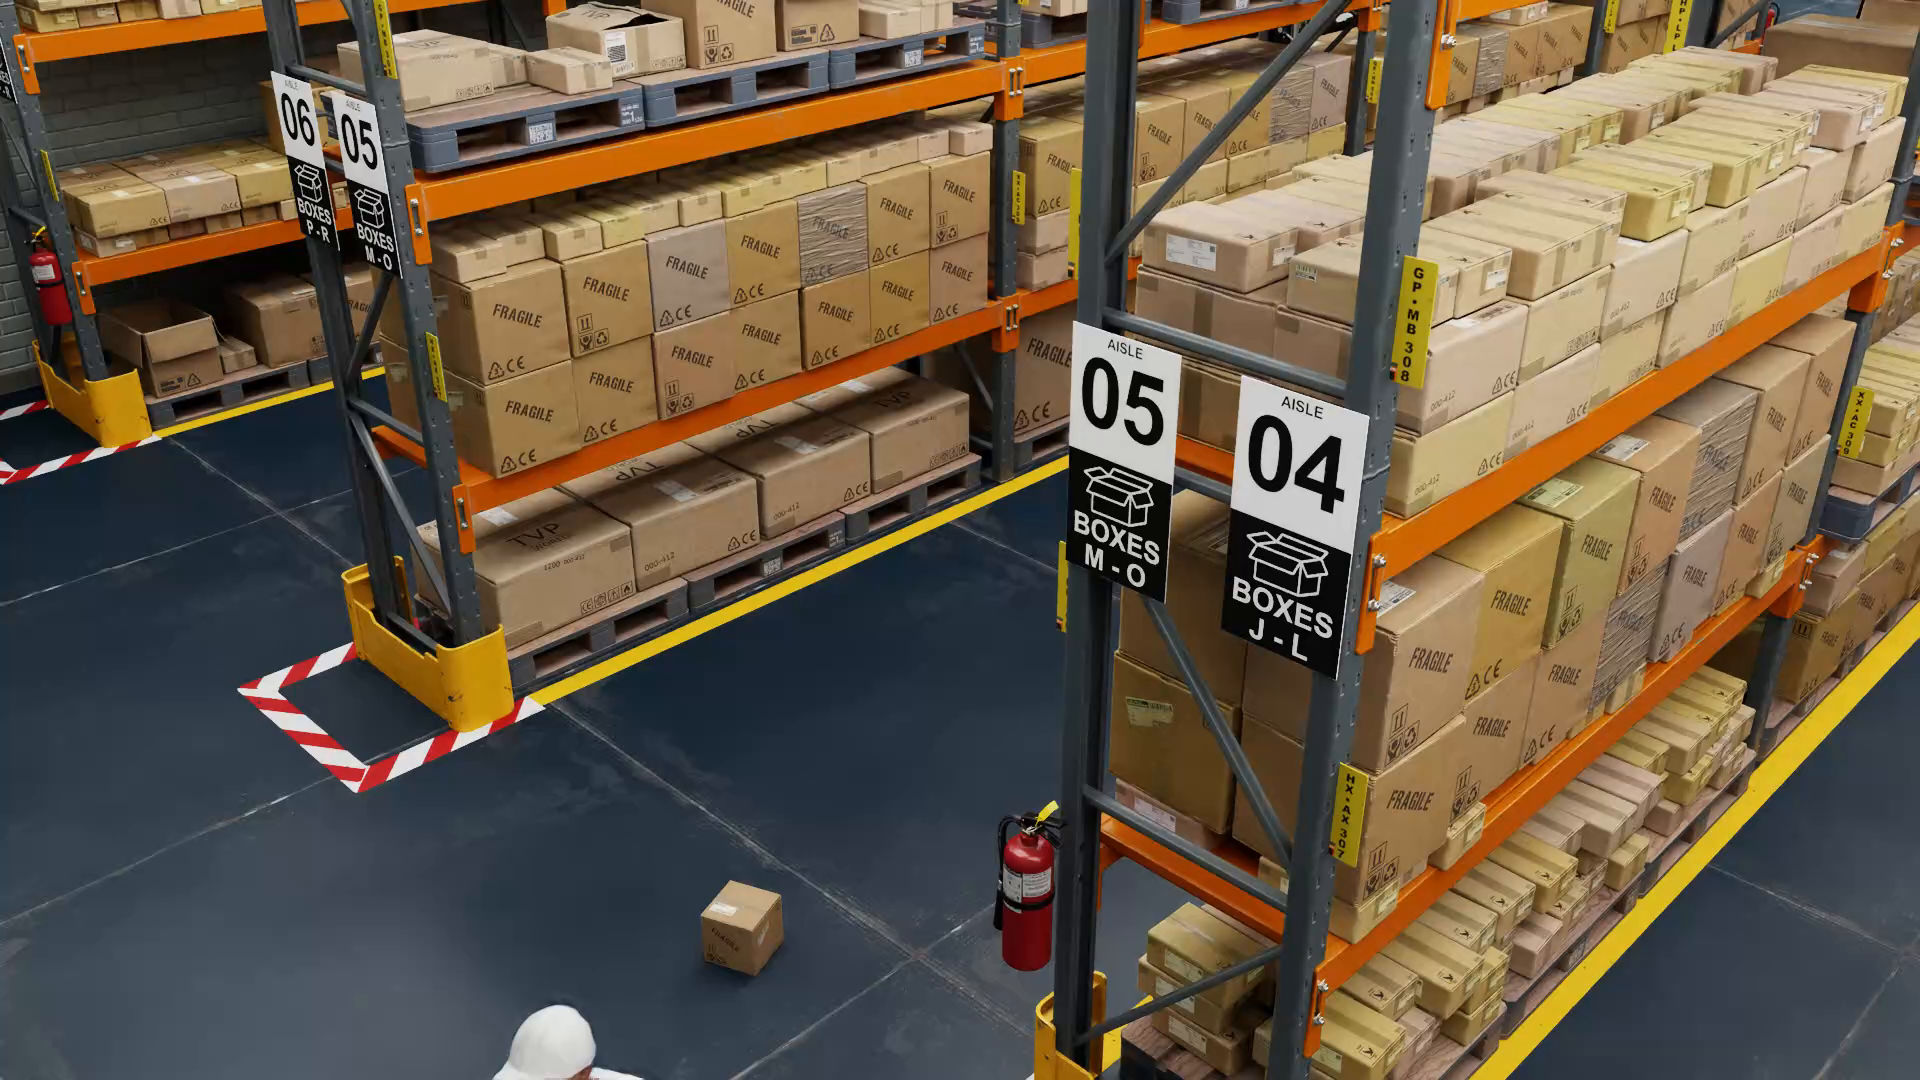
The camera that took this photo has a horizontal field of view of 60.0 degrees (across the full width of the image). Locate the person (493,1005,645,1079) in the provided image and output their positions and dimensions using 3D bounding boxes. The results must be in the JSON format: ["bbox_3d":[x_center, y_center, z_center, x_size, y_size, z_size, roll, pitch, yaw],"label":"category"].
[{"bbox_3d":[-1.091,2.053,4.634,0.657,1.752,0.913,4,28,8],"label":"person"}]
